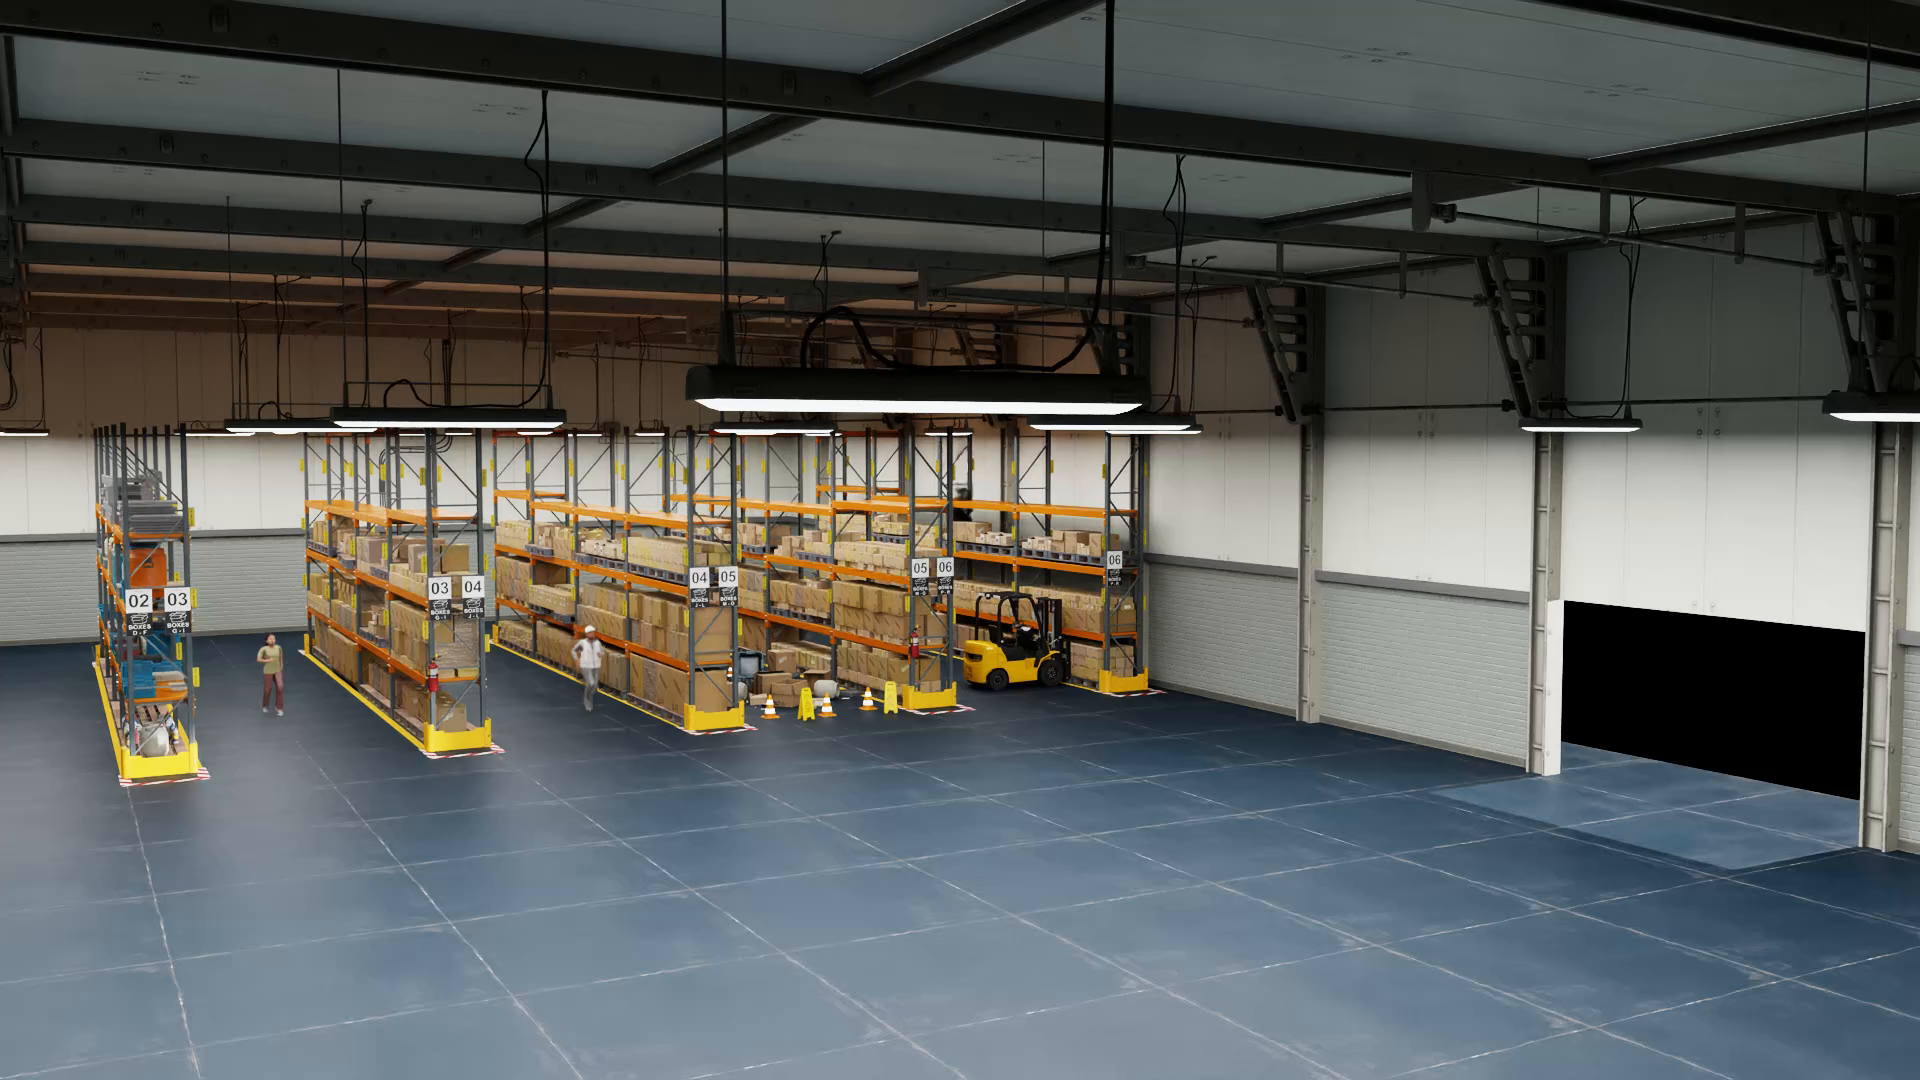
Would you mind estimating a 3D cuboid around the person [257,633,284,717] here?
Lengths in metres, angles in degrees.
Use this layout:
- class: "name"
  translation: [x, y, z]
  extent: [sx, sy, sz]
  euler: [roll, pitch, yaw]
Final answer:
- class: "person"
  translation: [-14.303, 2.792, 34.501]
  extent: [0.591, 1.731, 0.758]
  euler: [-3, 5, -41]

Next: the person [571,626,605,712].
- class: "person"
  translation: [-7.809, 2.717, 35.132]
  extent: [0.628, 1.814, 0.732]
  euler: [-3, 4, -39]

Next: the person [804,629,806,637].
- class: "person"
  translation: [-4.660, 1.967, 47.492]
  extent: [0.634, 1.739, 0.570]
  euler: [-3, 5, -40]
